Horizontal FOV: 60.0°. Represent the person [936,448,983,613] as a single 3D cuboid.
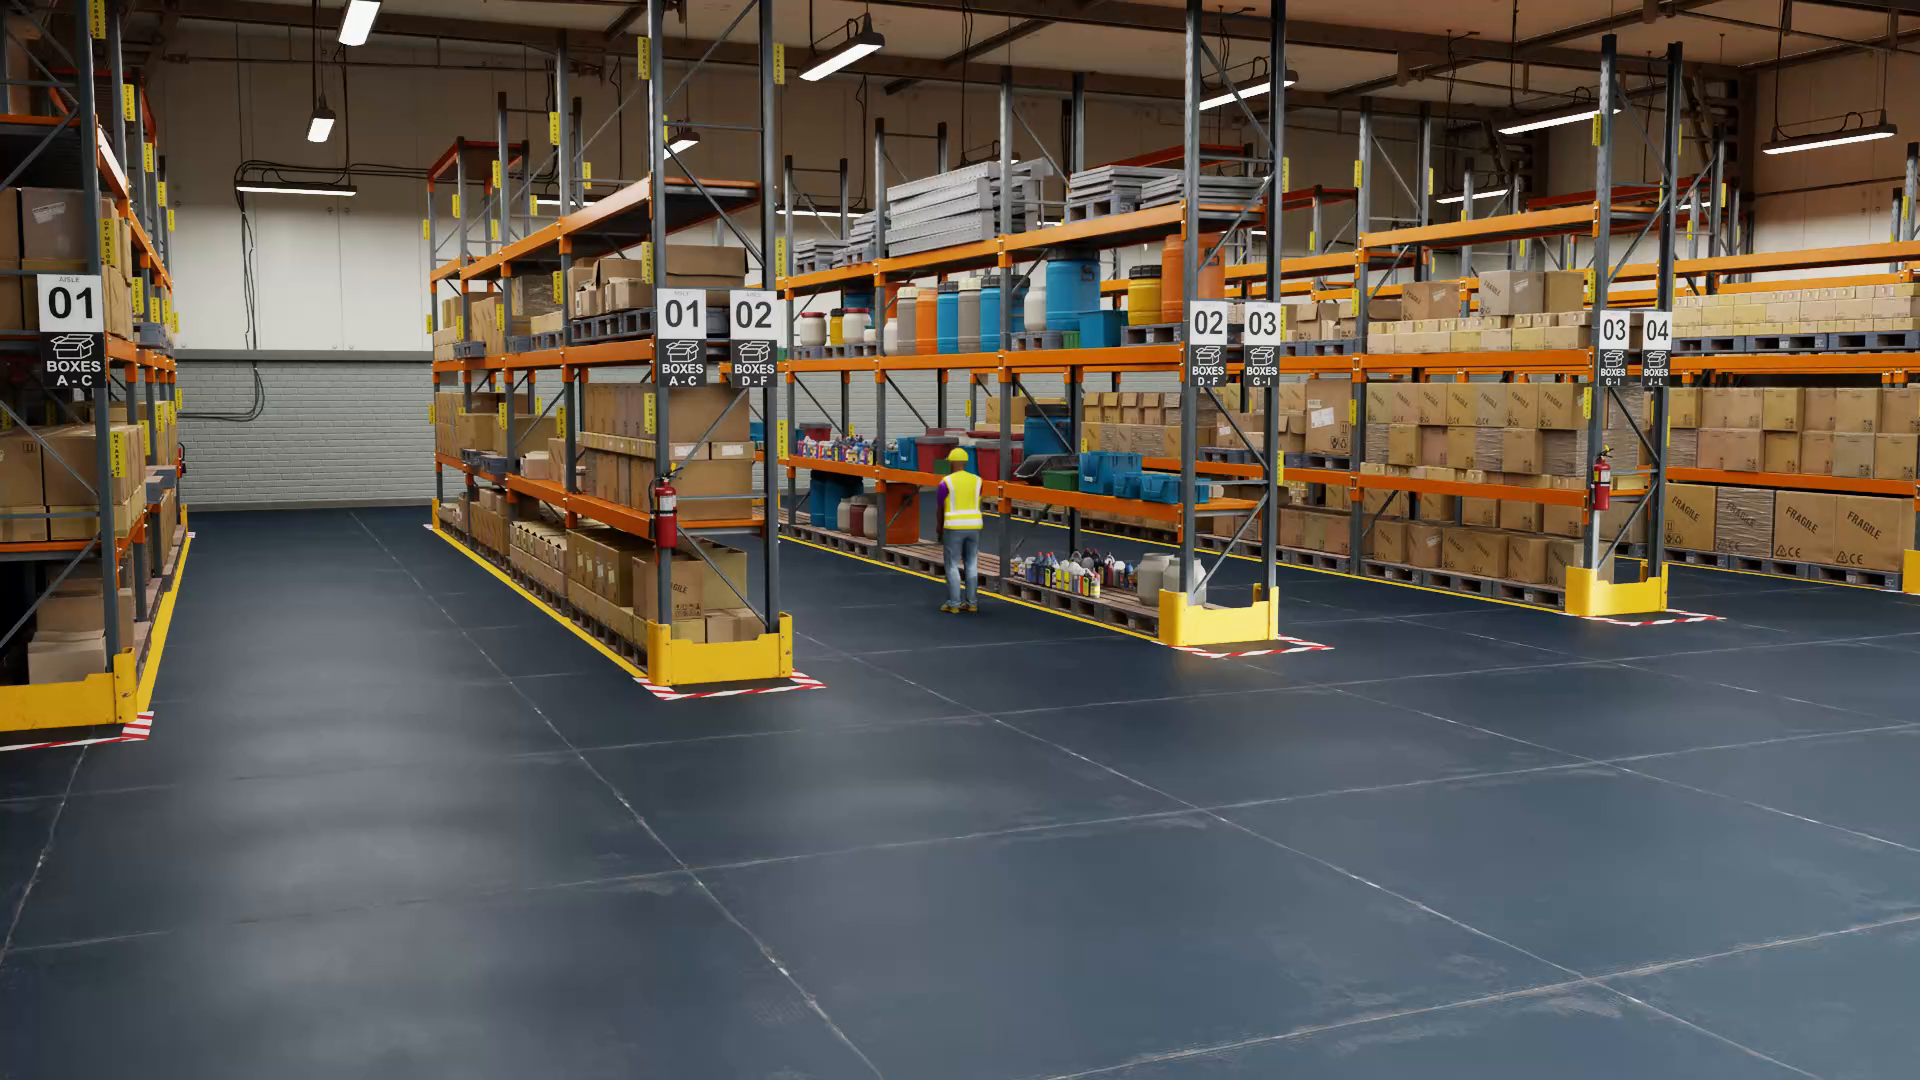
[{"bbox_3d":[-0.032,-0.114,17.890,0.504,1.758,0.581,-2,6,-24],"label":"person"}]
